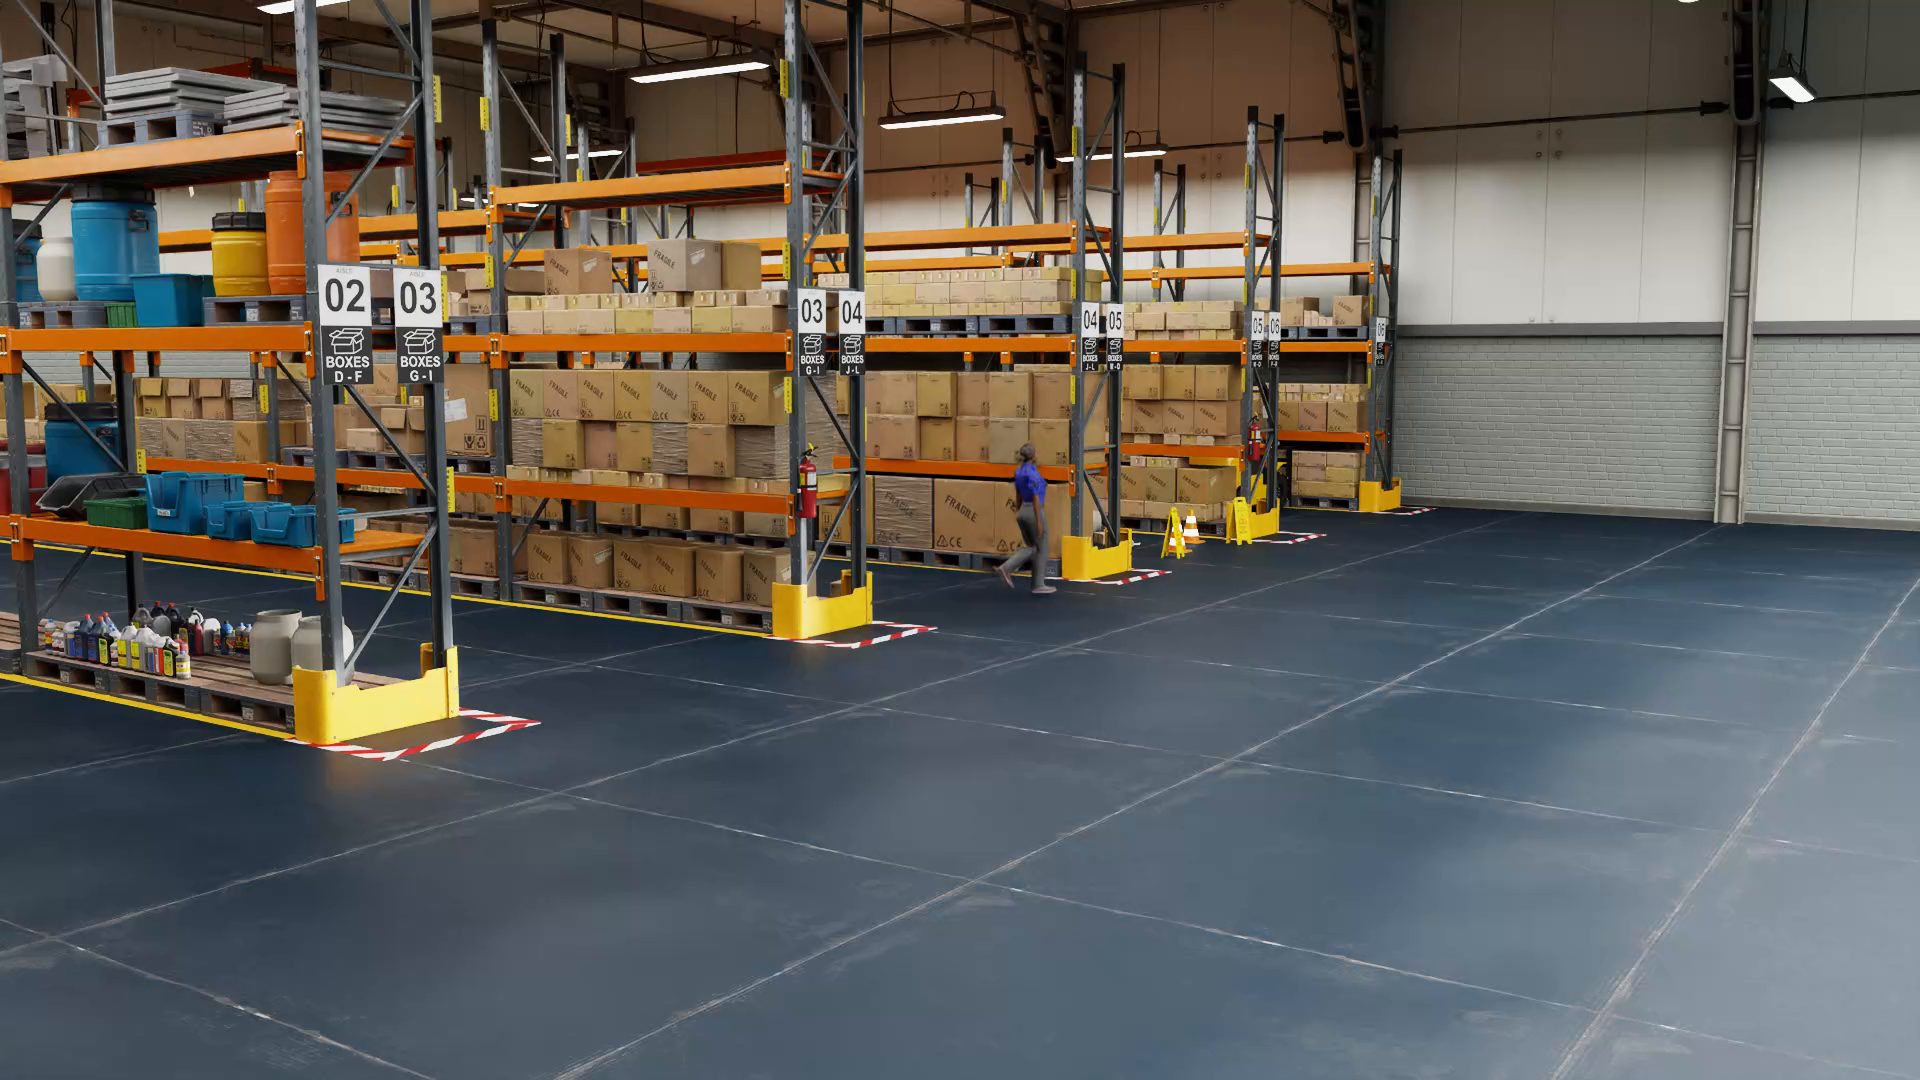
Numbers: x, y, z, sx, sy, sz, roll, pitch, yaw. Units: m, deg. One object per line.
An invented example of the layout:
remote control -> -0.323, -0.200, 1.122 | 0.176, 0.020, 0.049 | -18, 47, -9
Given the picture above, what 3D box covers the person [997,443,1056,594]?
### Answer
person -> 0.735, -0.233, 17.946 | 0.619, 1.631, 0.460 | -3, 7, -25
